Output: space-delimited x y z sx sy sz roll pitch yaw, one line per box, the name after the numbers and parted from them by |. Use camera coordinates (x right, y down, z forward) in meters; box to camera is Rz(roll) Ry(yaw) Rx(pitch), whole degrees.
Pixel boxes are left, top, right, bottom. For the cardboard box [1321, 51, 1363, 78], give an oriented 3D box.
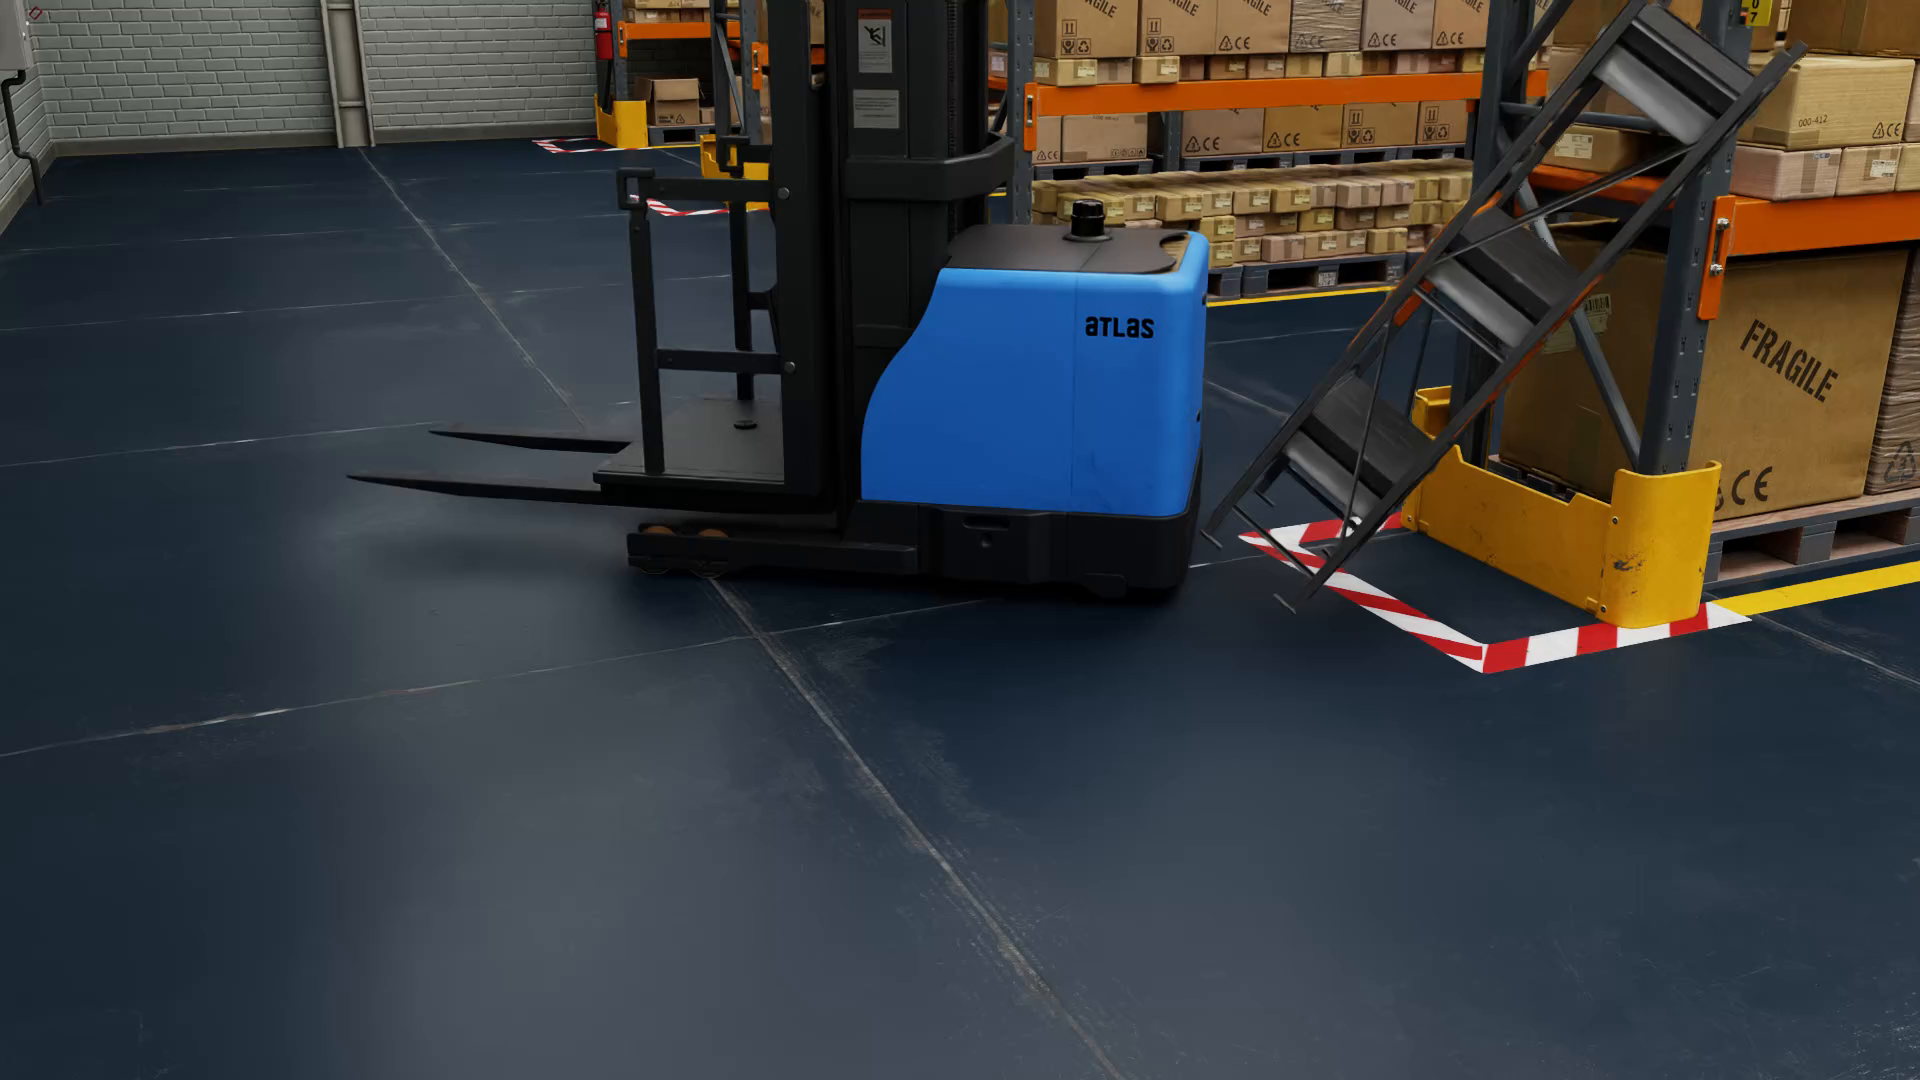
2.254 -2.929 10.202 0.250 0.149 0.380 -8 21 -21 | cardboard box

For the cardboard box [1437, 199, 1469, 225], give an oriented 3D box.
3.185 -2.159 10.850 0.250 0.149 0.380 -9 21 -24 | cardboard box

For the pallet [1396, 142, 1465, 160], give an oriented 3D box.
4.696 -4.010 17.094 1.213 0.211 1.003 -8 21 -22 | pallet

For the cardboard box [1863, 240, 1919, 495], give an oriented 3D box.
3.421 -0.756 6.220 0.875 0.875 0.875 -8 21 -22 | cardboard box

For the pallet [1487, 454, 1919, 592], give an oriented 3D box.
2.733 -0.146 6.118 1.213 0.211 1.003 -8 21 -22 | pallet

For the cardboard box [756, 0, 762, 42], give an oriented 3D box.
-1.558 -4.545 14.264 0.500 0.500 0.500 -8 21 -22 | cardboard box

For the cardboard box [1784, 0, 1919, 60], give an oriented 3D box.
3.036 -1.802 5.271 0.500 0.500 0.500 -9 21 -23 | cardboard box

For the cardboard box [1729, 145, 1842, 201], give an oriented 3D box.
2.486 -1.159 5.177 0.250 0.149 0.380 -8 21 -21 | cardboard box

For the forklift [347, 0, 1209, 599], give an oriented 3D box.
-0.671 -1.417 5.634 3.031 2.935 1.130 4 20 10 | forklift

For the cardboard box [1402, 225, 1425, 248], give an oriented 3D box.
2.827 -2.021 10.906 0.250 0.149 0.380 -9 21 -23 | cardboard box

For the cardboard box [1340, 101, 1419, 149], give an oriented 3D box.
3.962 -4.421 16.627 0.875 0.875 0.875 -8 21 -21 | cardboard box

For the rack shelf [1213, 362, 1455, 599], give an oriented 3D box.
1.202 -0.198 5.342 0.431 0.518 0.480 43 34 12 | rack shelf

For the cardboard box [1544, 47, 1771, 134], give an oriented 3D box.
2.369 -1.546 5.674 0.500 0.250 0.500 -9 21 -23 | cardboard box

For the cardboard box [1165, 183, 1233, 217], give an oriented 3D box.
1.456 -2.082 10.183 0.250 0.149 0.380 -9 21 -25 | cardboard box

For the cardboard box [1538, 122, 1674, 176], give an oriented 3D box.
2.226 -1.361 5.748 0.250 0.149 0.380 -8 21 -21 | cardboard box

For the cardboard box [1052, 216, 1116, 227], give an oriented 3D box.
0.741 -1.842 9.949 0.250 0.149 0.380 -7 21 -20 | cardboard box

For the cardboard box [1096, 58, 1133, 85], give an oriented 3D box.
0.802 -2.728 9.631 0.250 0.149 0.380 -7 21 -20 | cardboard box

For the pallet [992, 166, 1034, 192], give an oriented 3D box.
-0.074 -3.327 15.153 1.213 0.211 1.003 -8 21 -22 | pallet

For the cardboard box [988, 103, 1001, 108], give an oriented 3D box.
0.341 -5.407 19.994 0.500 0.500 0.500 -7 21 -20 | cardboard box

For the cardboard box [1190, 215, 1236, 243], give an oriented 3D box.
1.483 -1.921 10.173 0.250 0.149 0.380 -7 21 -20 | cardboard box

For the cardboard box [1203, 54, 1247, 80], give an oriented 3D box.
1.513 -2.851 9.981 0.250 0.149 0.380 -8 21 -22 | cardboard box

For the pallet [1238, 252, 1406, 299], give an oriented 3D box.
2.106 -1.808 10.838 1.213 0.211 1.003 -8 21 -22 | pallet

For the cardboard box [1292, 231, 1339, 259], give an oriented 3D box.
2.181 -1.890 10.533 0.250 0.149 0.380 -8 21 -22 | cardboard box

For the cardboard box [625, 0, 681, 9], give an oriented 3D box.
-3.342 -5.914 18.080 0.500 0.250 0.500 -8 21 -22 | cardboard box

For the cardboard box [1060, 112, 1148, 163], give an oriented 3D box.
1.158 -3.820 15.580 0.875 0.438 0.875 -8 21 -23 | cardboard box

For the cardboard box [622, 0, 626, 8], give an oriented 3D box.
-3.548 -6.078 18.546 0.500 0.250 0.500 -8 21 -20 | cardboard box

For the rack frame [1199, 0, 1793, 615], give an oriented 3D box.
1.424 -0.615 4.754 0.400 2.100 0.015 43 34 12 | rack frame

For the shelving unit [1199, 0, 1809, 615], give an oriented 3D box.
1.546 -0.687 4.953 0.431 2.100 0.503 43 34 12 | shelving unit

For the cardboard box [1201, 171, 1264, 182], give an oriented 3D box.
1.758 -2.295 10.788 0.250 0.149 0.380 -9 21 -24 | cardboard box

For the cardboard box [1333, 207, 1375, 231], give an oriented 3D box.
2.435 -2.087 10.647 0.250 0.149 0.380 -9 21 -24 | cardboard box

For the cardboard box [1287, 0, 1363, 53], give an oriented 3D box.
2.081 -3.228 10.074 0.500 0.500 0.500 -9 21 -23 | cardboard box

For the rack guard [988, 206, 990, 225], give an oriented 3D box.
0.228 -1.689 10.065 0.348 0.500 1.175 -8 21 -22 | rack guard

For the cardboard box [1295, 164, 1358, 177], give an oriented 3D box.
2.447 -2.419 11.141 0.250 0.149 0.380 -8 21 -21 | cardboard box

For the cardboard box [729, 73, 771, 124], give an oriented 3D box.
-2.466 -5.038 18.946 0.500 0.500 0.700 -7 21 -20 | cardboard box

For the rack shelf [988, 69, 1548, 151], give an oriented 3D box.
1.994 -2.781 10.488 4.000 0.370 1.077 -8 21 -22 | rack shelf

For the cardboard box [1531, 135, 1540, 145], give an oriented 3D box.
4.414 -2.932 11.834 0.500 0.250 0.500 -9 21 -23 | cardboard box

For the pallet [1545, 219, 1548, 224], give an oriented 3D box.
4.545 -2.171 11.871 1.213 0.211 1.003 -8 21 -22 | pallet

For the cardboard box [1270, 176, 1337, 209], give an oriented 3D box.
2.167 -2.198 10.514 0.250 0.149 0.380 -8 21 -22 | cardboard box

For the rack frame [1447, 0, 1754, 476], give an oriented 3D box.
2.030 -1.332 5.288 0.127 3.000 1.000 -8 21 -22 | rack frame

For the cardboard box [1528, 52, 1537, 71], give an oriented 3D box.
3.468 -3.089 10.658 0.250 0.149 0.380 -9 21 -23 | cardboard box

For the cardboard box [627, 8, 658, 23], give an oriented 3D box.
-3.455 -5.708 18.096 0.250 0.149 0.380 -8 21 -22 | cardboard box

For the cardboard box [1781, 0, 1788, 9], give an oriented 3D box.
5.334 -3.655 11.183 0.250 0.149 0.380 -7 21 -20 | cardboard box

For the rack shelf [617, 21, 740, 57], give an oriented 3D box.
-2.029 -5.791 19.035 4.000 0.370 1.077 -8 21 -22 | rack shelf

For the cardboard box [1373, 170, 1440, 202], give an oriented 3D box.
2.893 -2.301 10.804 0.250 0.149 0.380 -7 21 -20 | cardboard box

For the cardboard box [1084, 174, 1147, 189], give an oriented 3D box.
0.984 -2.227 10.595 0.250 0.149 0.380 -9 21 -23 | cardboard box

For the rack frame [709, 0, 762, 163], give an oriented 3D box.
-1.896 -4.354 13.871 0.127 3.000 1.000 -8 21 -22 | rack frame

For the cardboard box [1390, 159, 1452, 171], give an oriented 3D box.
3.156 -2.518 11.420 0.250 0.149 0.380 -7 21 -19 | cardboard box

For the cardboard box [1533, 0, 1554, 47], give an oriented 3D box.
3.498 -3.422 10.625 0.500 0.500 0.500 -8 21 -22 | cardboard box

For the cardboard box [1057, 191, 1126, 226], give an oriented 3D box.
0.773 -1.957 9.828 0.250 0.149 0.380 -9 21 -24 | cardboard box

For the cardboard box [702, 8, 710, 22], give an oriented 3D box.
-2.756 -5.815 18.400 0.250 0.149 0.380 -7 21 -20 | cardboard box

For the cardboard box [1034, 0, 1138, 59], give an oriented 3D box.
0.679 -3.020 9.484 0.500 0.500 0.500 -7 21 -19 | cardboard box
